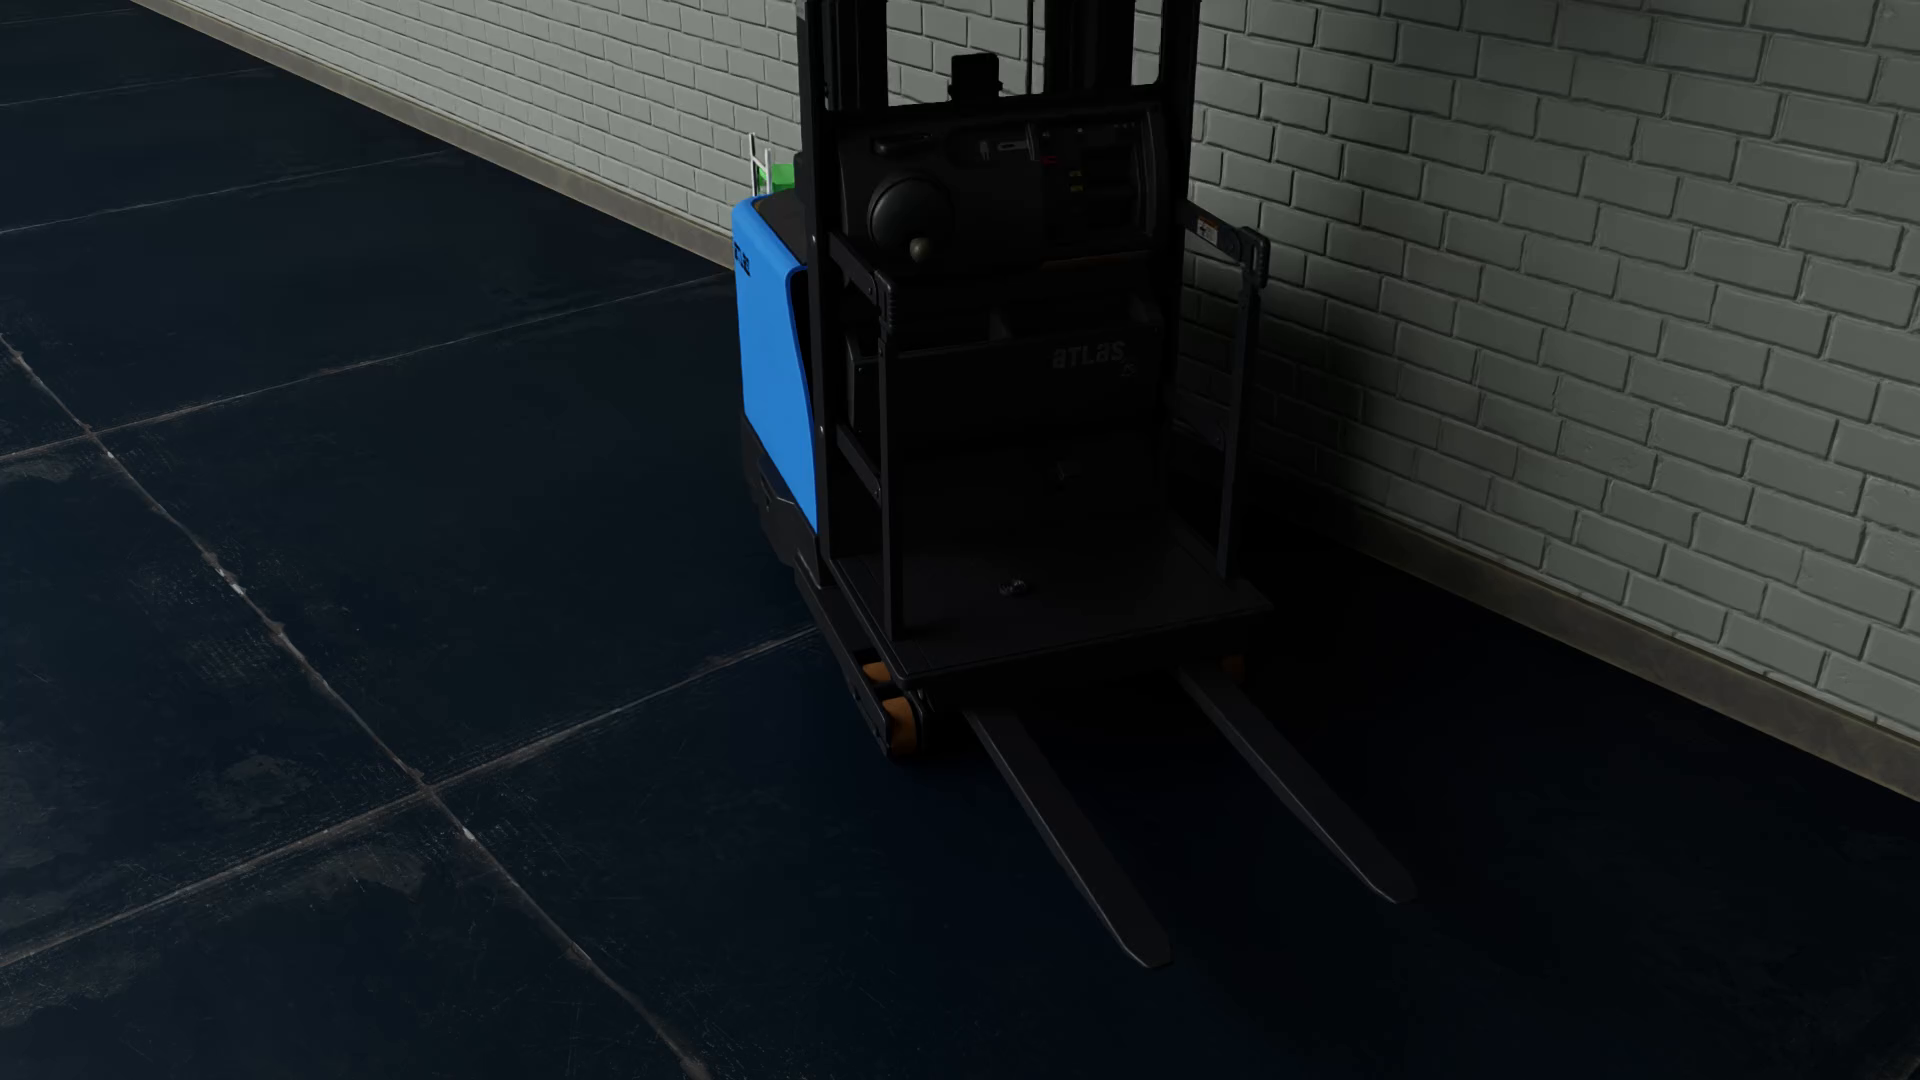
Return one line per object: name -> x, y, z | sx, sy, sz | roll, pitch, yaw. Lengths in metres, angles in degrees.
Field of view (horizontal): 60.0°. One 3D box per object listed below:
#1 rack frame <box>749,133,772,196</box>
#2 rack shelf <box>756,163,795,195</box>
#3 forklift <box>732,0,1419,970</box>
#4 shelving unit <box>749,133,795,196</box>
rack frame -> -0.684, -0.832, 5.961 | 0.015, 1.200, 0.240 | -10, 30, -18
rack shelf -> -0.455, -1.239, 5.839 | 0.480, 0.148, 0.258 | -10, 30, -18
forklift -> 0.200, -0.915, 4.280 | 1.130, 2.935, 3.031 | -10, 30, -17
shelving unit -> -0.455, -0.872, 6.036 | 0.503, 1.200, 0.258 | -10, 30, -18
